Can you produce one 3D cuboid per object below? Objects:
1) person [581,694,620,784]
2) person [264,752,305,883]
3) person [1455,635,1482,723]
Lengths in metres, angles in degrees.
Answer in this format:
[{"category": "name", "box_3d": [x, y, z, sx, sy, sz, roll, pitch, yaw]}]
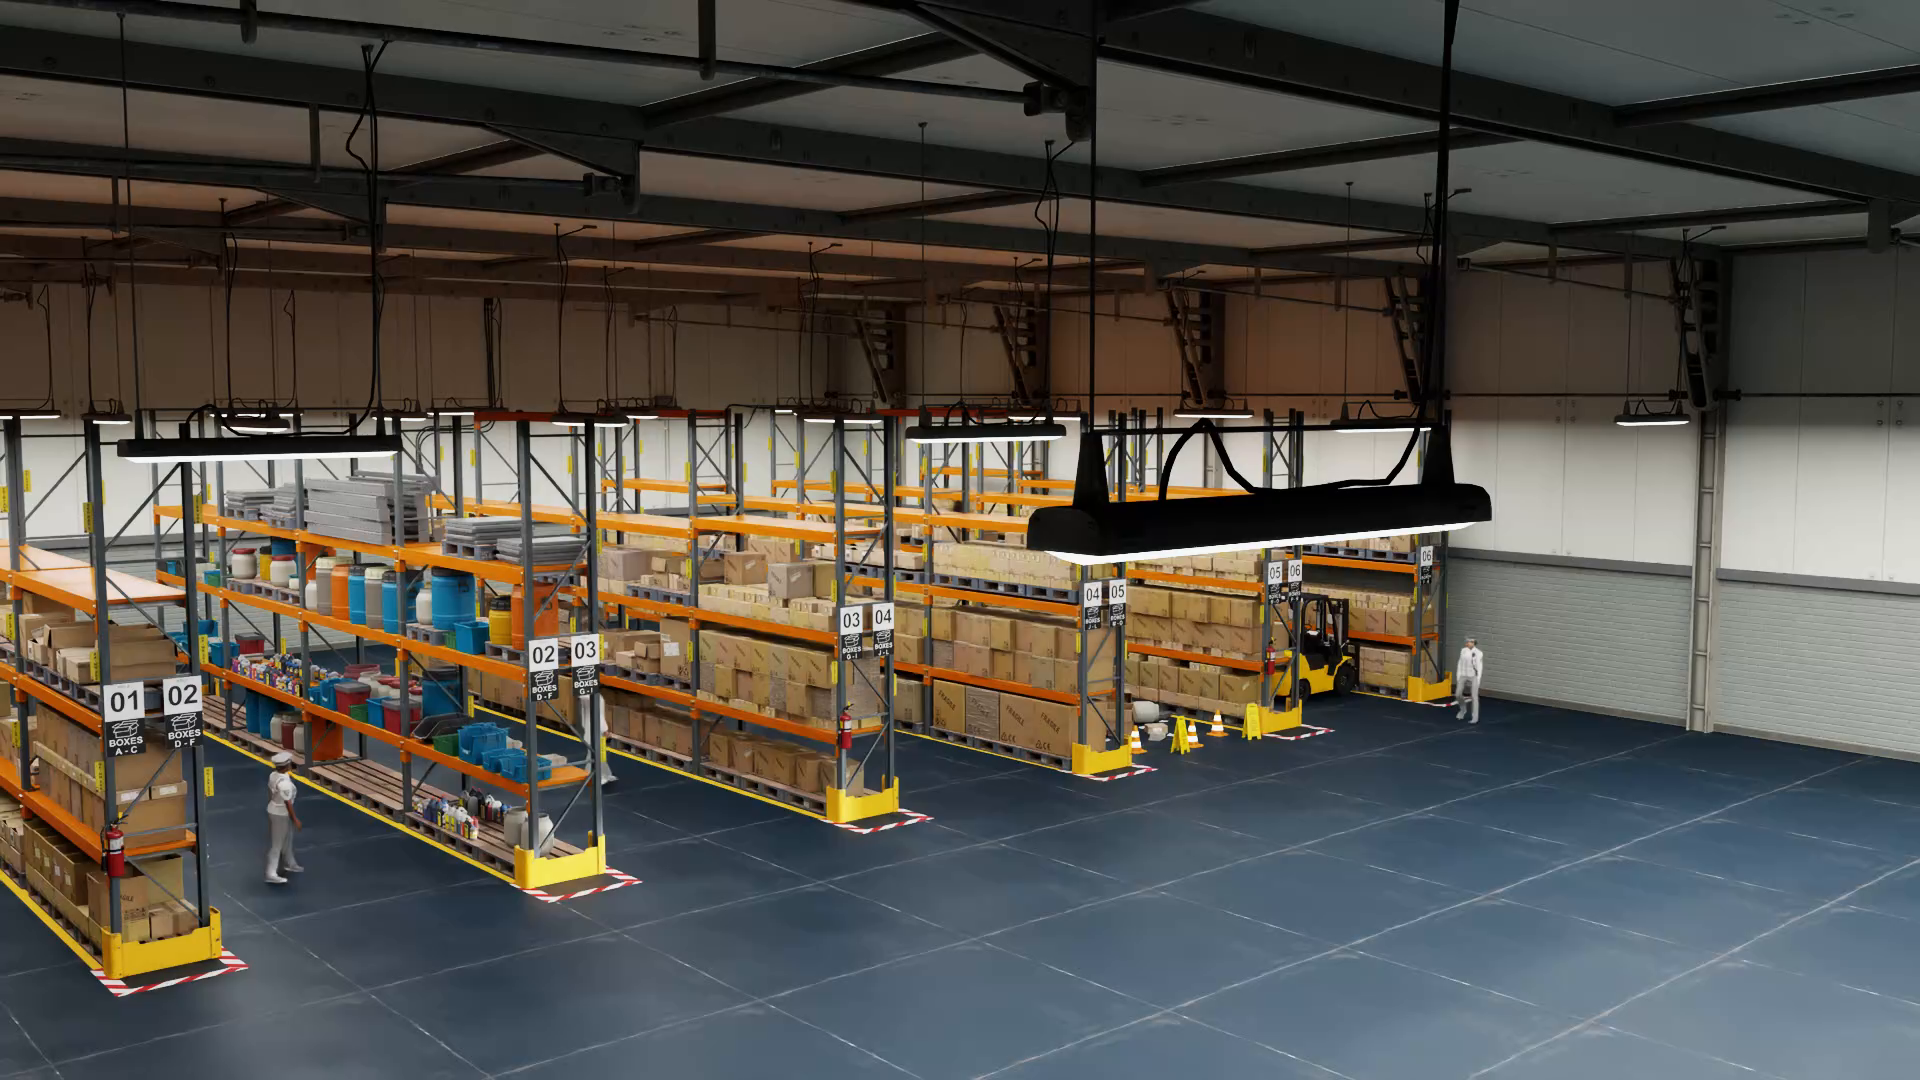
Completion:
[{"category": "person", "box_3d": [-5.833, 3.088, 27.001, 0.600, 1.814, 0.579, -1, 5, -16]}, {"category": "person", "box_3d": [-8.840, 3.599, 21.716, 0.565, 1.697, 0.646, -3, 6, -30]}, {"category": "person", "box_3d": [9.840, 2.669, 32.154, 0.500, 1.689, 0.458, 4, 6, 38]}]
